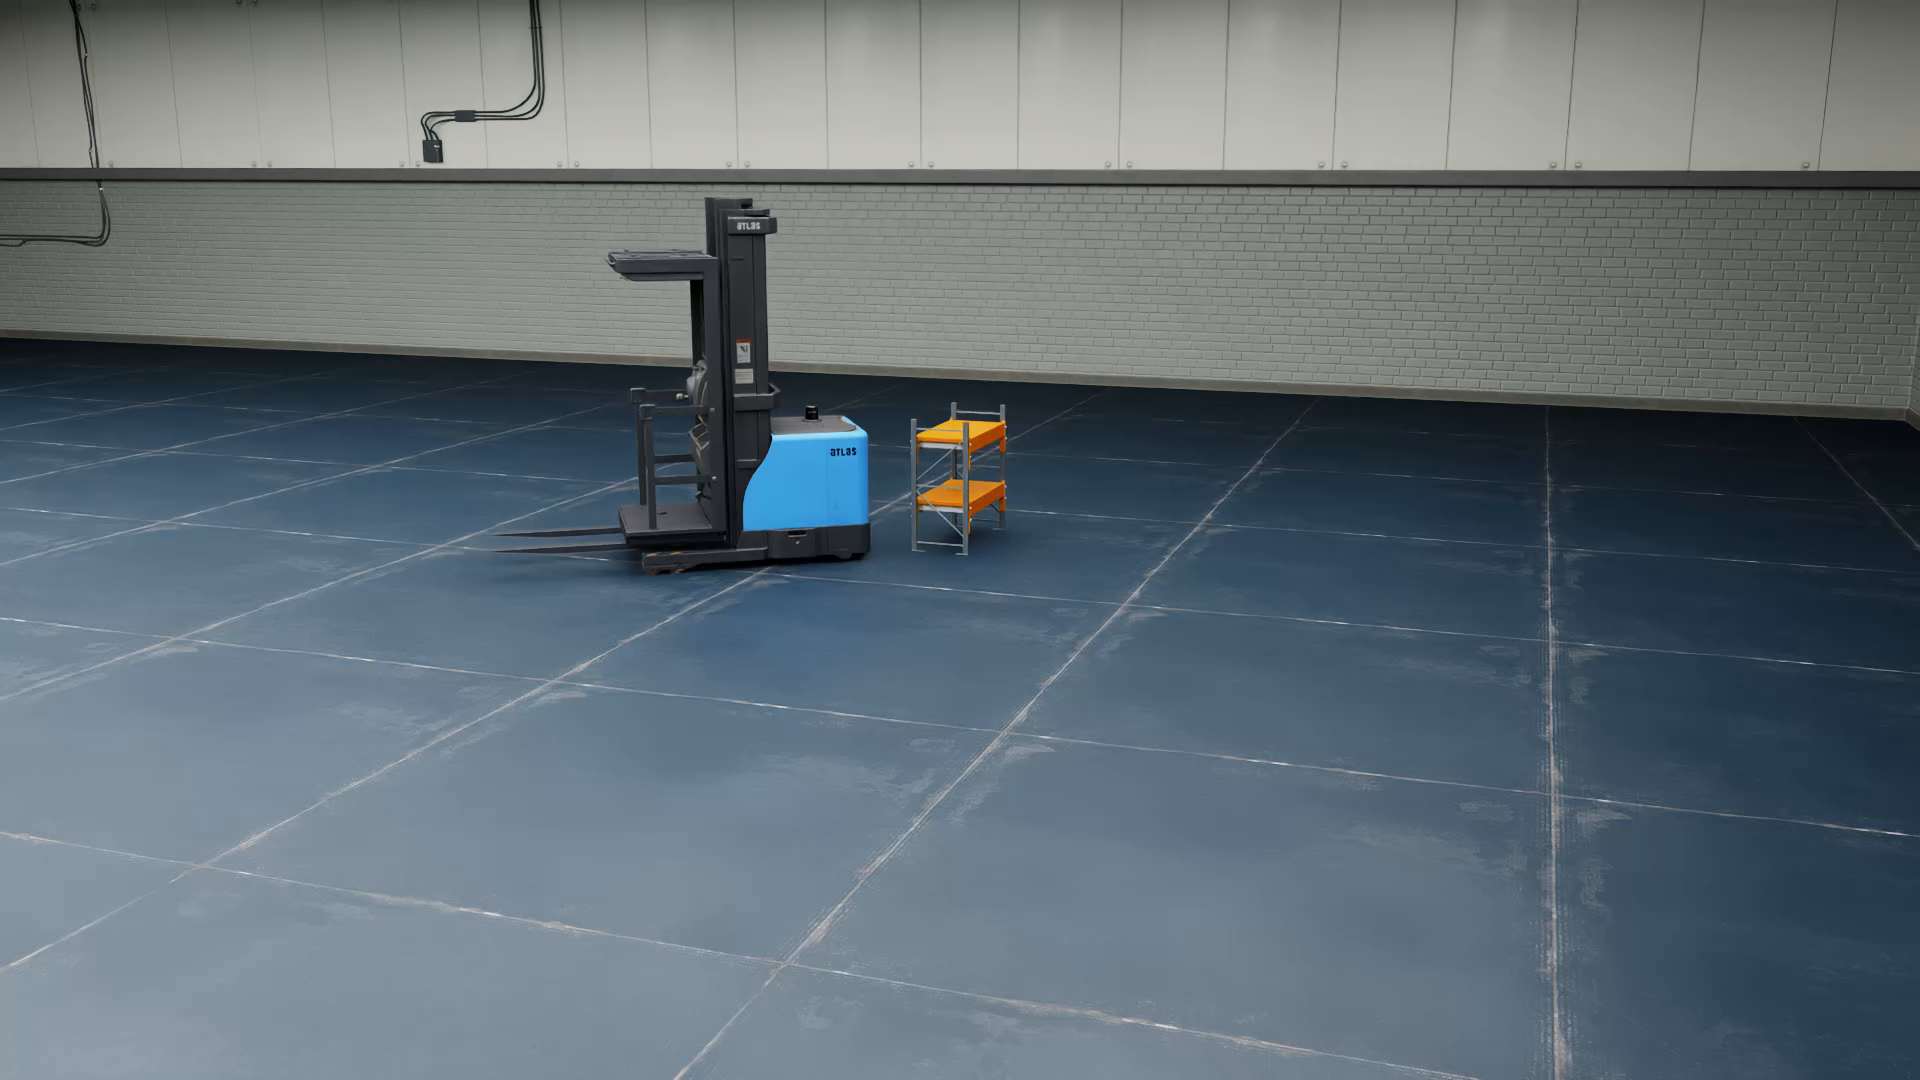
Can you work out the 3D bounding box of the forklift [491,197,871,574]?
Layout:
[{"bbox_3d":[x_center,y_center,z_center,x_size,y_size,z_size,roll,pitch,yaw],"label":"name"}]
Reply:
[{"bbox_3d":[-2.316,-1.284,13.528,3.031,2.935,1.130,-3,13,-15],"label":"forklift"}]

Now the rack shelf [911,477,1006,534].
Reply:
[{"bbox_3d":[-0.002,-0.309,14.411,0.538,0.278,1.000,4,14,18],"label":"rack shelf"}]

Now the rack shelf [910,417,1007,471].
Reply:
[{"bbox_3d":[-0.002,-0.832,14.291,0.538,0.278,1.000,4,14,18],"label":"rack shelf"}]

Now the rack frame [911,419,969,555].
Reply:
[{"bbox_3d":[-0.167,-0.440,13.888,0.500,1.125,0.032,4,14,18],"label":"rack frame"}]

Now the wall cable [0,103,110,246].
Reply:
[{"bbox_3d":[-16.670,-6.564,30.000,3.097,2.526,0.112,4,14,18],"label":"wall cable"}]

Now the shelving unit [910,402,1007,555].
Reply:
[{"bbox_3d":[-0.002,-0.547,14.357,0.538,1.125,1.048,4,14,18],"label":"shelving unit"}]

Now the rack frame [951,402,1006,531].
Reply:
[{"bbox_3d":[0.162,-0.654,14.825,0.500,1.125,0.032,4,14,18],"label":"rack frame"}]

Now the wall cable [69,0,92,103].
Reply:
[{"bbox_3d":[-14.111,-8.831,28.585,3.097,2.526,0.112,4,14,18],"label":"wall cable"}]

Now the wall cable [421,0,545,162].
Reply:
[{"bbox_3d":[-7.693,-9.049,26.267,2.305,6.003,0.169,4,14,18],"label":"wall cable"}]
